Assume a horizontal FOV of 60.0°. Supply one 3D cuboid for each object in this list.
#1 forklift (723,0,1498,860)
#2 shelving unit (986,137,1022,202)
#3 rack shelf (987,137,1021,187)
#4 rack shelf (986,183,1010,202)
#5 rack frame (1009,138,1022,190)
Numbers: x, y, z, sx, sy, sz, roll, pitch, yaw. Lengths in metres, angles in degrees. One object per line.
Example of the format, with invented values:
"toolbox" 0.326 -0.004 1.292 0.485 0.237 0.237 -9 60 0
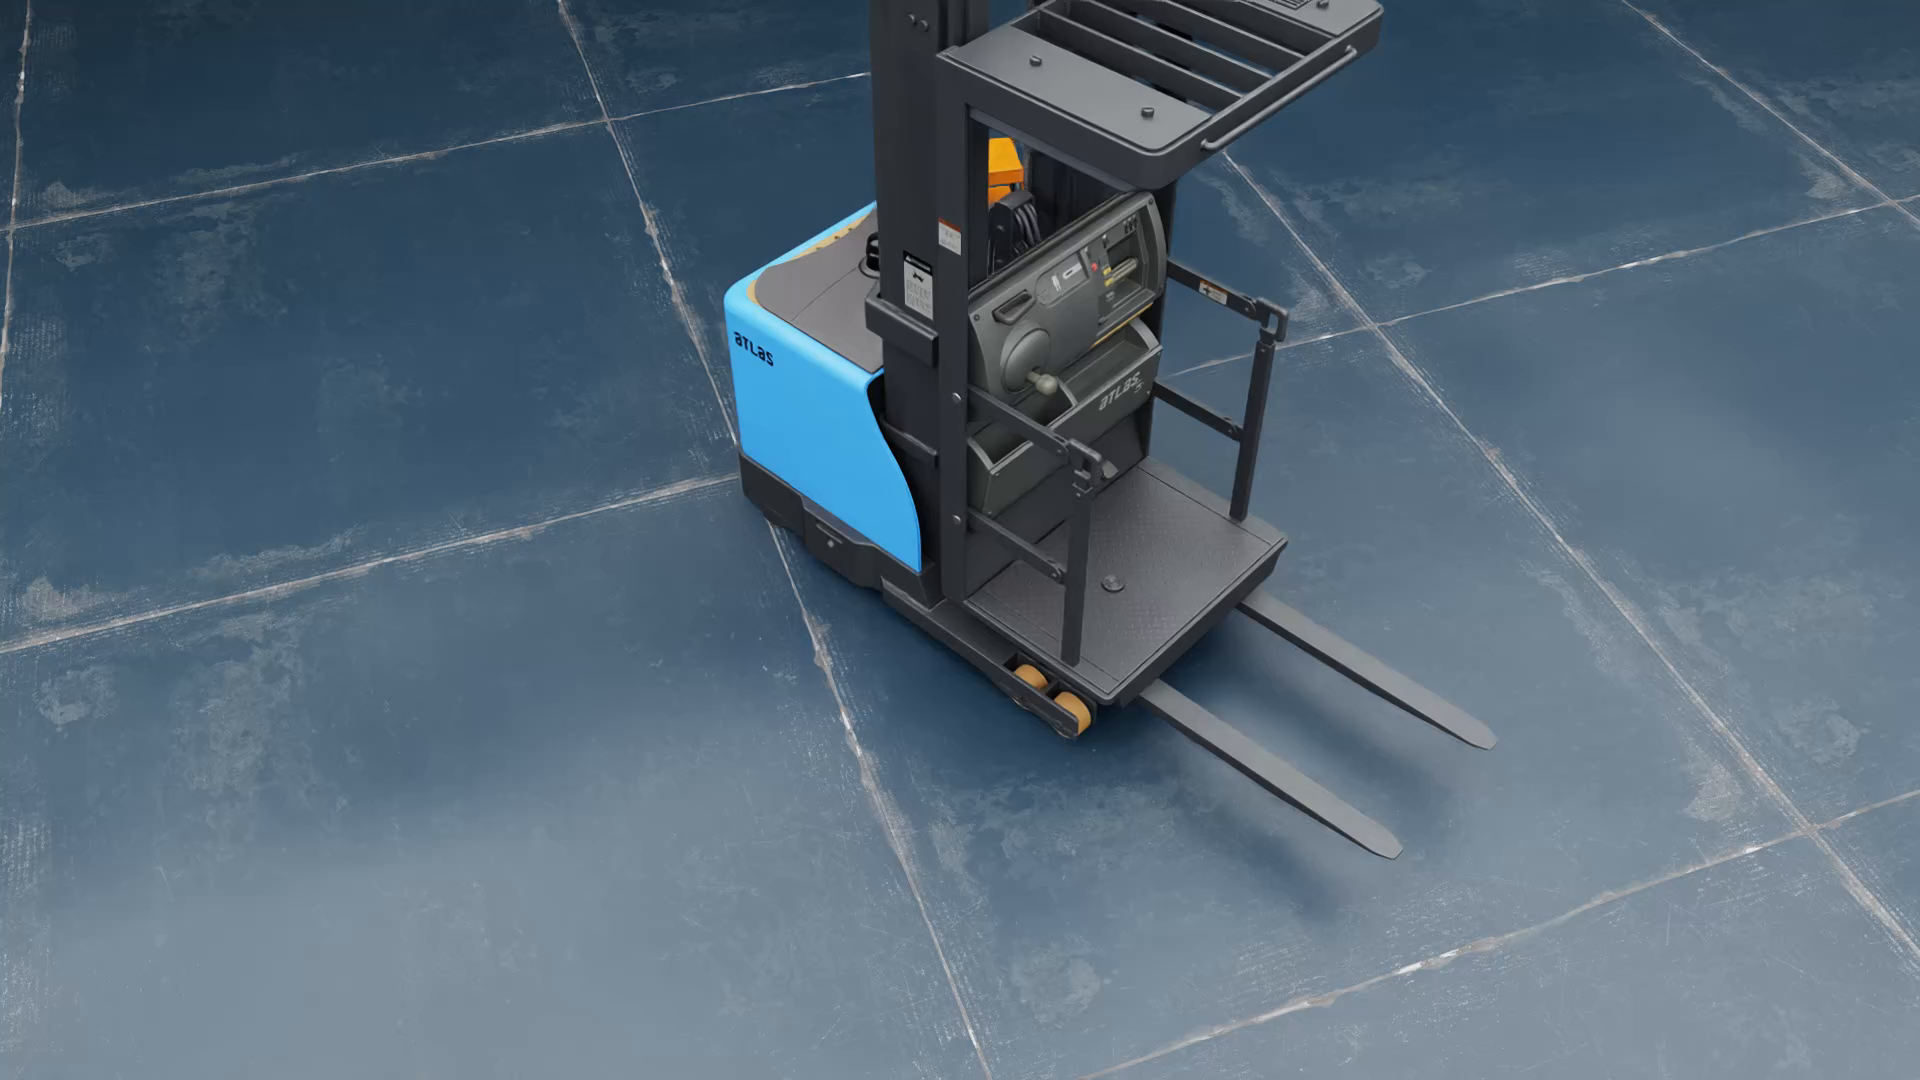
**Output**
"forklift" 0.526 -0.741 5.419 3.031 2.935 1.130 33 54 29
"shelving unit" 0.001 -1.247 7.144 0.503 1.200 0.258 -8 46 -8
"rack shelf" 0.001 -1.523 6.864 0.480 0.148 0.258 -8 46 -8
"rack shelf" 0.001 -1.357 7.033 0.480 0.148 0.258 -8 46 -8
"rack frame" 0.240 -1.280 7.177 0.015 1.200 0.240 -8 46 -8
